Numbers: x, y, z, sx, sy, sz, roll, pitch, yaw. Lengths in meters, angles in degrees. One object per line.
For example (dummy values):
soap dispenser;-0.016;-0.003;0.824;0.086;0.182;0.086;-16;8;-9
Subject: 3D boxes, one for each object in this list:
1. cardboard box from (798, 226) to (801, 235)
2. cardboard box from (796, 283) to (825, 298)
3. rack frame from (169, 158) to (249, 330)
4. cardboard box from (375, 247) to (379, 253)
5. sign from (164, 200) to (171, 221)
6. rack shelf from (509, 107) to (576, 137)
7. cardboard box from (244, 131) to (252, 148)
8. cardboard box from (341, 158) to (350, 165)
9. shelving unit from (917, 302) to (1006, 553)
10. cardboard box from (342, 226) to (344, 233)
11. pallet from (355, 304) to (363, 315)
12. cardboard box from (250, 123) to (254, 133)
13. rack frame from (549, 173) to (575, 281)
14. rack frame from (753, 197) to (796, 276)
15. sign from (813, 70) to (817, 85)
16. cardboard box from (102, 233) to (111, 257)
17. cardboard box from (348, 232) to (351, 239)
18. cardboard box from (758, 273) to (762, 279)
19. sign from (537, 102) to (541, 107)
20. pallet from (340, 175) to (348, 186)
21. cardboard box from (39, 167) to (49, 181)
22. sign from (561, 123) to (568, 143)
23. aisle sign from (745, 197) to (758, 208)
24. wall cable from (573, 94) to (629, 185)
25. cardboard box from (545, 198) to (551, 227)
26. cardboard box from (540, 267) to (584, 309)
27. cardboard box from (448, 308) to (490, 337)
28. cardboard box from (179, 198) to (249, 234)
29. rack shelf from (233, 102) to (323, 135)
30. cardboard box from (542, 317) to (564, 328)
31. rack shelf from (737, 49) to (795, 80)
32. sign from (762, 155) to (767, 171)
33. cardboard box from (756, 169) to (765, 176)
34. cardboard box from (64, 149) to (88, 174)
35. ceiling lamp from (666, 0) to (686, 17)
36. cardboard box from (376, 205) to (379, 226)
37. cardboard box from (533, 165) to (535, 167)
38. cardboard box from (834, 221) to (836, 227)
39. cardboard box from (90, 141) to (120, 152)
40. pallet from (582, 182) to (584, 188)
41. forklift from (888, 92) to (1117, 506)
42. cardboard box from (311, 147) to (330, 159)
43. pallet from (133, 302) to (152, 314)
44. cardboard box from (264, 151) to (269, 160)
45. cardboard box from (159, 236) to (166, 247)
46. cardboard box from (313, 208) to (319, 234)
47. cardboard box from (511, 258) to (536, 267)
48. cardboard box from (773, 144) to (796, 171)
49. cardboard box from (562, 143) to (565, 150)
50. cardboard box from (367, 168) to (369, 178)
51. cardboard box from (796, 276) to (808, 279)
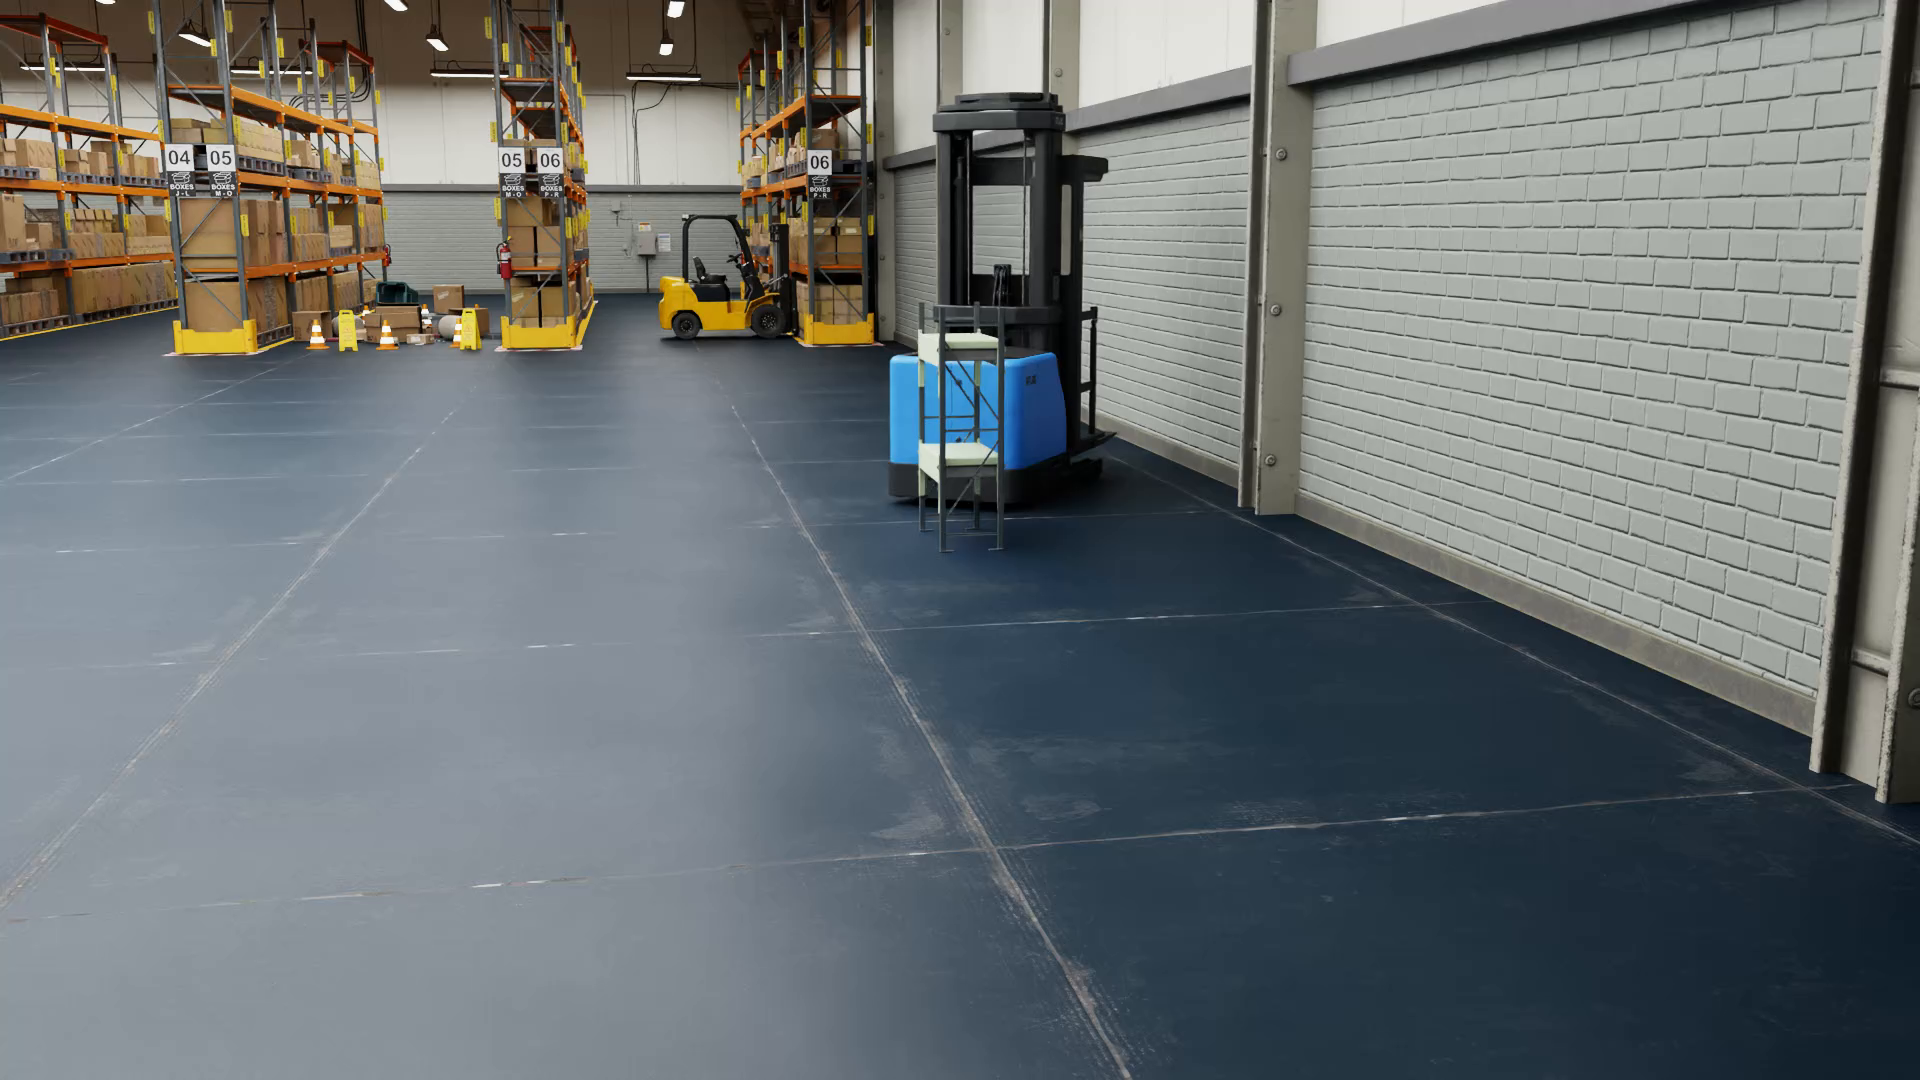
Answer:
cardboard box;-2.674;-5.486;29.497;0.380;0.149;0.250;-2;11;-11
cardboard box;-2.667;-4.436;29.539;0.500;0.250;0.500;-2;11;-10
rack frame;-11.762;-4.451;26.060;1.000;3.000;0.127;-2;11;-11
cardboard box;-14.386;-7.074;40.514;0.380;0.149;0.250;-2;11;-9
sign;-12.297;-5.119;25.840;0.100;0.325;0.005;-2;11;-11
rack shelf;-8.093;-8.147;32.429;1.077;0.370;4.000;-2;11;-11
cardboard box;-11.704;-6.444;26.721;0.500;0.250;0.500;-2;11;-12
cardboard box;-13.915;-8.556;37.600;0.380;0.149;0.250;-2;11;-12
shelving unit;0.001;-0.736;10.550;0.431;1.500;0.755;-2;11;-11
cardboard box;-13.630;-6.771;36.204;0.380;0.149;0.250;-2;11;-13
pallet;-13.943;-5.139;37.134;1.003;0.211;1.213;-2;11;-11
cardboard box;-11.712;-6.708;27.043;0.380;0.149;0.250;-2;11;-12
rack frame;-7.704;-5.383;30.958;1.000;3.000;0.127;-2;11;-11
rack frame;-4.392;-7.032;39.619;1.000;3.000;0.127;-2;11;-11
sign;-3.070;-9.803;35.211;0.100;0.325;0.005;-2;11;-11
cardboard box;-18.424;-6.277;35.385;0.500;0.500;0.500;-2;11;-12
cardboard box;-13.773;-6.767;36.981;0.380;0.149;0.250;-2;11;-11
cardboard box;-4.583;-6.253;39.356;0.380;0.149;0.250;-2;11;-8
sign;-10.584;-11.049;41.758;0.100;0.325;0.005;-2;11;-11
pallet;-13.876;-7.726;35.747;1.213;0.211;1.003;-2;11;-11
cardboard box;-17.760;-6.988;31.766;0.500;0.250;0.500;-2;11;-11
sign;-6.394;-6.572;26.845;0.100;0.325;0.005;-2;11;-11
aisle sign;-5.471;-9.044;43.240;0.394;0.787;0.004;-2;11;-11
wall cable;-10.683;-11.591;47.529;2.355;3.000;0.029;-2;11;-11
cardboard box;-7.492;-5.701;28.892;0.700;0.500;0.500;-2;11;-11
cardboard box;-8.535;-5.409;35.653;0.875;0.875;0.875;-2;11;-12
cardboard box;-8.831;-3.911;29.899;0.500;0.500;0.500;6;12;28
cardboard box;-11.796;-5.125;26.310;0.875;0.550;0.550;-2;11;-11
rack shelf;-12.929;-7.949;31.386;1.077;0.370;4.000;-2;11;-11
cardboard box;-6.812;-3.663;28.152;0.500;0.250;0.500;-2;11;-11
rack shelf;-4.781;-11.625;40.742;1.077;0.370;4.000;-2;11;-11
sign;-4.147;-8.006;35.334;0.100;0.325;0.005;-2;11;-11
cardboard box;-4.400;-8.287;37.473;0.380;0.149;0.250;-2;11;-10
cardboard box;-18.621;-7.861;34.554;0.797;0.503;0.637;-2;11;-12
ceiling lamp;-4.965;-11.274;30.250;0.800;3.185;2.000;-2;11;-11
cardboard box;-14.443;-7.904;40.466;0.500;0.500;0.500;-3;11;-13
cardboard box;-7.492;-6.467;28.235;0.500;0.250;0.500;-2;11;-9
cardboard box;-1.997;-5.511;28.832;0.380;0.149;0.250;-2;11;-10
cardboard box;-19.158;-8.809;37.272;0.500;0.250;0.500;-3;11;-15
pallet;-9.643;-8.654;40.358;1.003;0.211;1.213;-2;11;-11
forklift;0.493;-1.918;12.935;1.130;2.935;3.031;4;12;21
cardboard box;-13.227;-7.996;34.347;0.396;0.266;0.258;-2;11;-11
pallet;-19.052;-5.263;37.782;1.003;0.211;1.213;-2;11;-11
cardboard box;-11.906;-6.502;28.092;0.380;0.149;0.250;-2;11;-12
cardboard box;-19.306;-7.124;39.709;0.500;0.250;0.500;-2;11;-12
cardboard box;-13.241;-6.376;33.232;0.700;0.500;0.500;-2;11;-11
cardboard box;-7.209;-4.587;27.447;0.380;0.149;0.250;-2;11;-9
cardboard box;-3.514;-7.748;33.701;0.500;0.500;0.500;-2;11;-10
cardboard box;-6.824;-6.607;27.902;0.380;0.149;0.250;-2;11;-11
cardboard box;-14.251;-8.675;39.295;0.500;0.250;0.500;-3;11;-13
cardboard box;-3.410;-5.702;36.460;0.380;0.149;0.250;-2;11;-8
